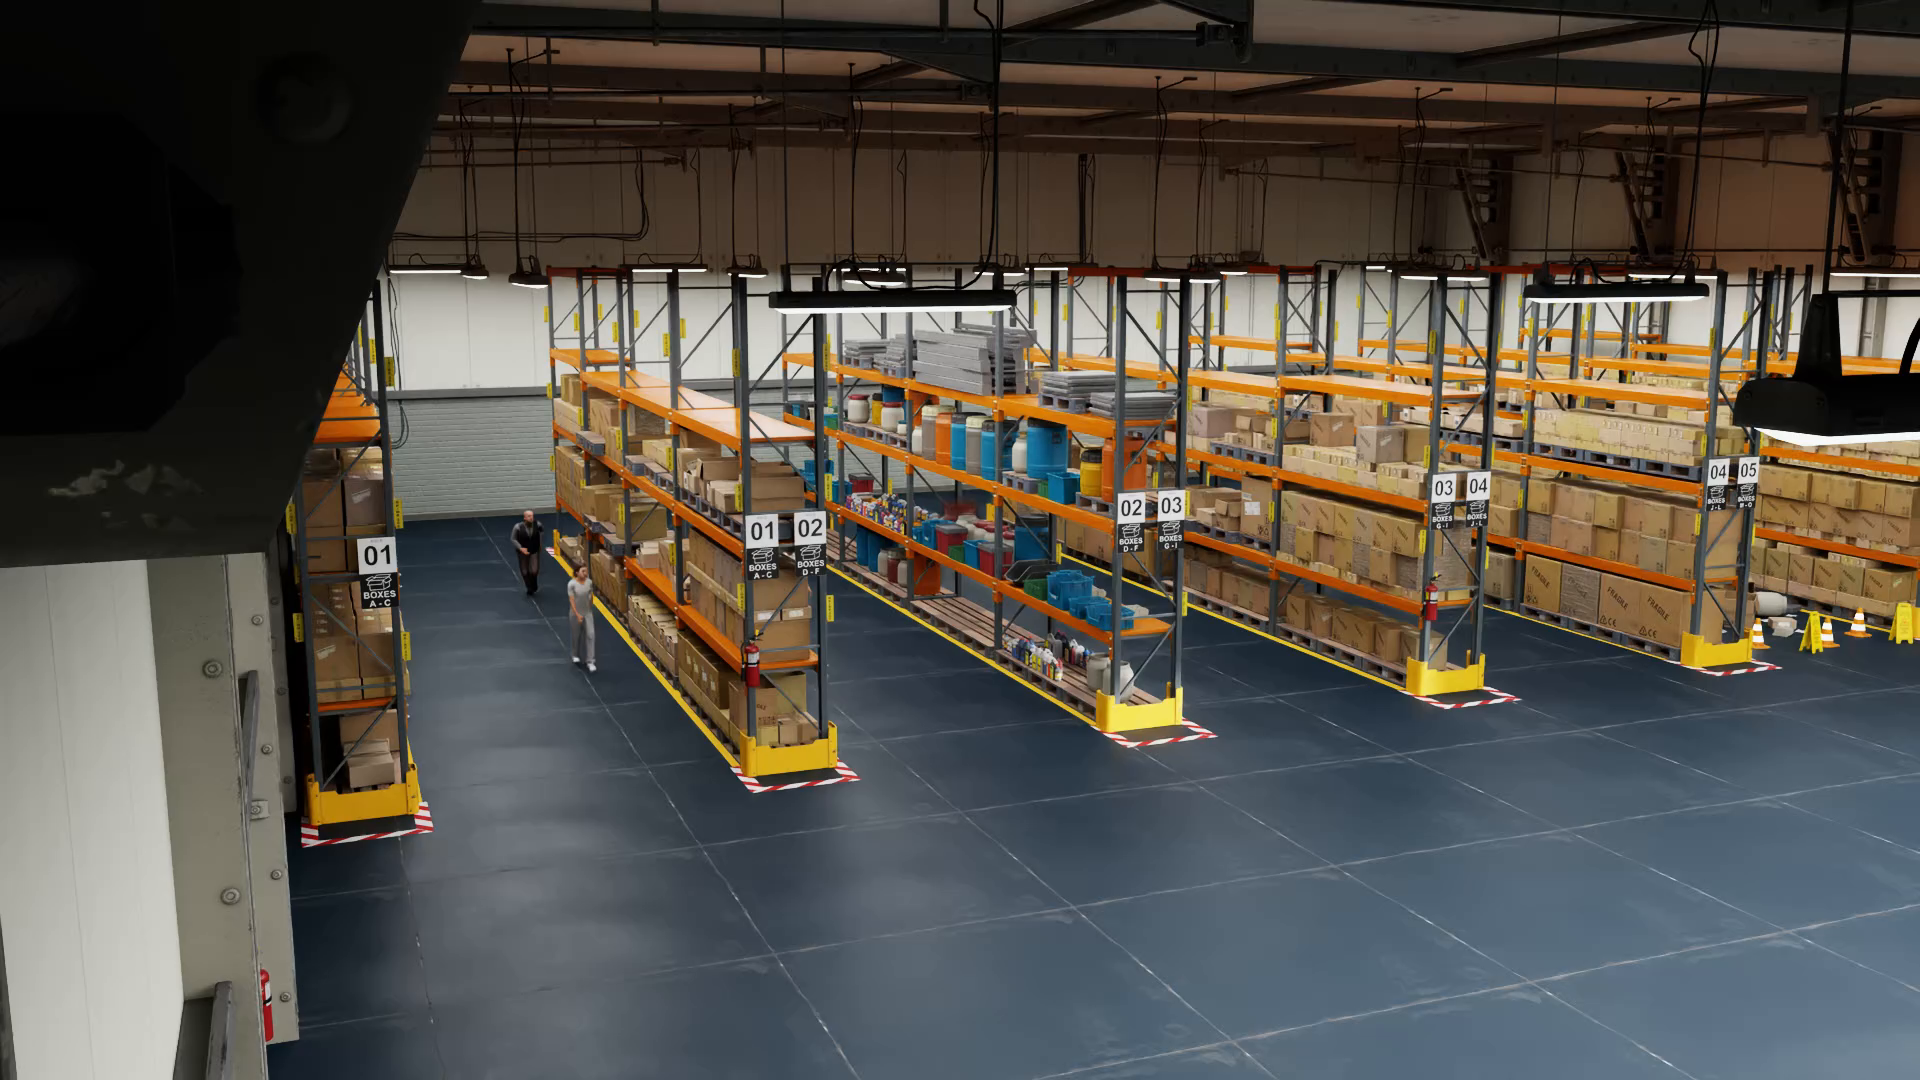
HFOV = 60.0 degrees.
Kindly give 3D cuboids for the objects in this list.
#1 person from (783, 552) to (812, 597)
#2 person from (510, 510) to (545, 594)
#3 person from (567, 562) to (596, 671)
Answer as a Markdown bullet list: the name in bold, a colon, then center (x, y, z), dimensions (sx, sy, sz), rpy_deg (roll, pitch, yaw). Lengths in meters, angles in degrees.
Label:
- **person**: center (-2.637, 0.848, 26.829), dimensions (0.726, 1.771, 0.554), rpy_deg (9, 13, 42)
- **person**: center (-7.953, 0.226, 30.669), dimensions (0.618, 1.625, 0.720), rpy_deg (-2, 10, -12)
- **person**: center (-5.762, 1.135, 25.398), dimensions (0.436, 1.620, 0.952), rpy_deg (-6, 11, -30)
